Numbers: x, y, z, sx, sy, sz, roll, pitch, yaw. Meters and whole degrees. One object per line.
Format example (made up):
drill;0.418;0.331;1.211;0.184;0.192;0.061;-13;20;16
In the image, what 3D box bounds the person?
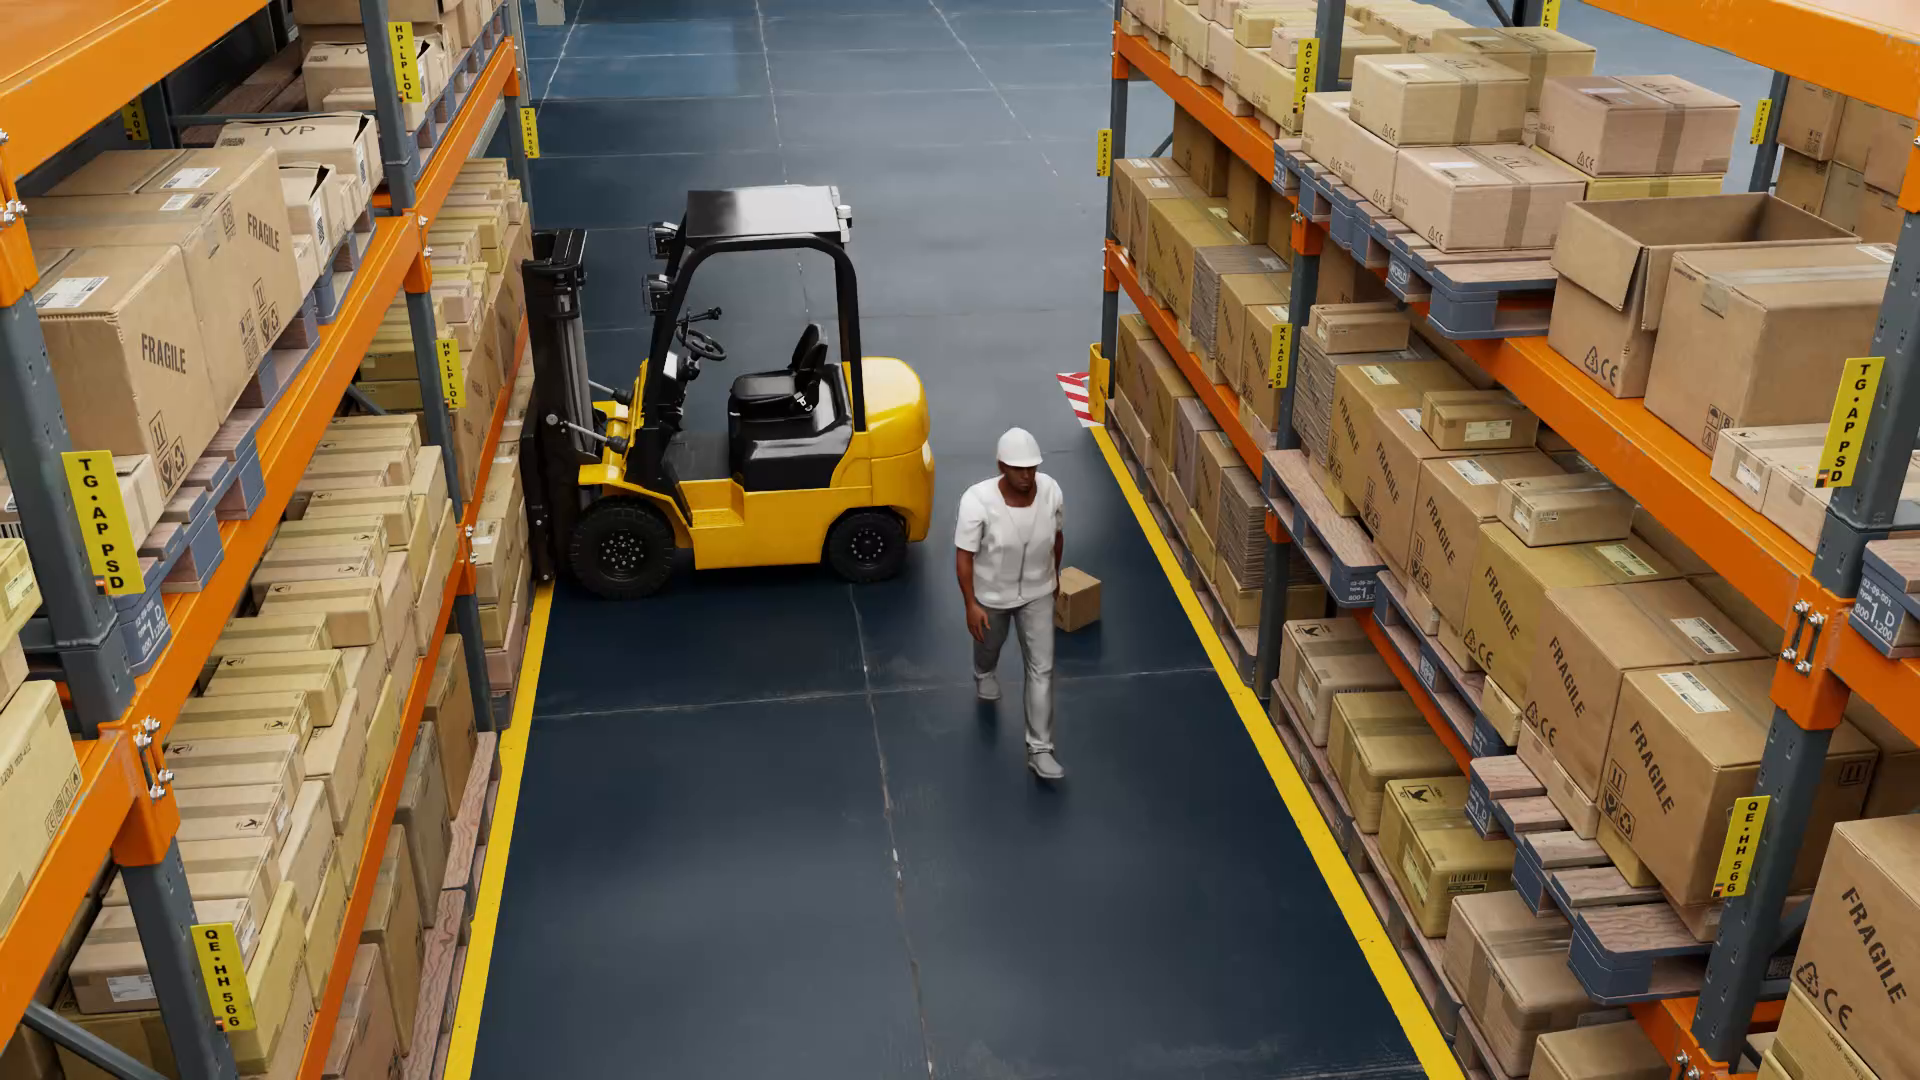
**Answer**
person;0.257;0.248;8.128;0.575;1.709;1.099;-5;27;-10
